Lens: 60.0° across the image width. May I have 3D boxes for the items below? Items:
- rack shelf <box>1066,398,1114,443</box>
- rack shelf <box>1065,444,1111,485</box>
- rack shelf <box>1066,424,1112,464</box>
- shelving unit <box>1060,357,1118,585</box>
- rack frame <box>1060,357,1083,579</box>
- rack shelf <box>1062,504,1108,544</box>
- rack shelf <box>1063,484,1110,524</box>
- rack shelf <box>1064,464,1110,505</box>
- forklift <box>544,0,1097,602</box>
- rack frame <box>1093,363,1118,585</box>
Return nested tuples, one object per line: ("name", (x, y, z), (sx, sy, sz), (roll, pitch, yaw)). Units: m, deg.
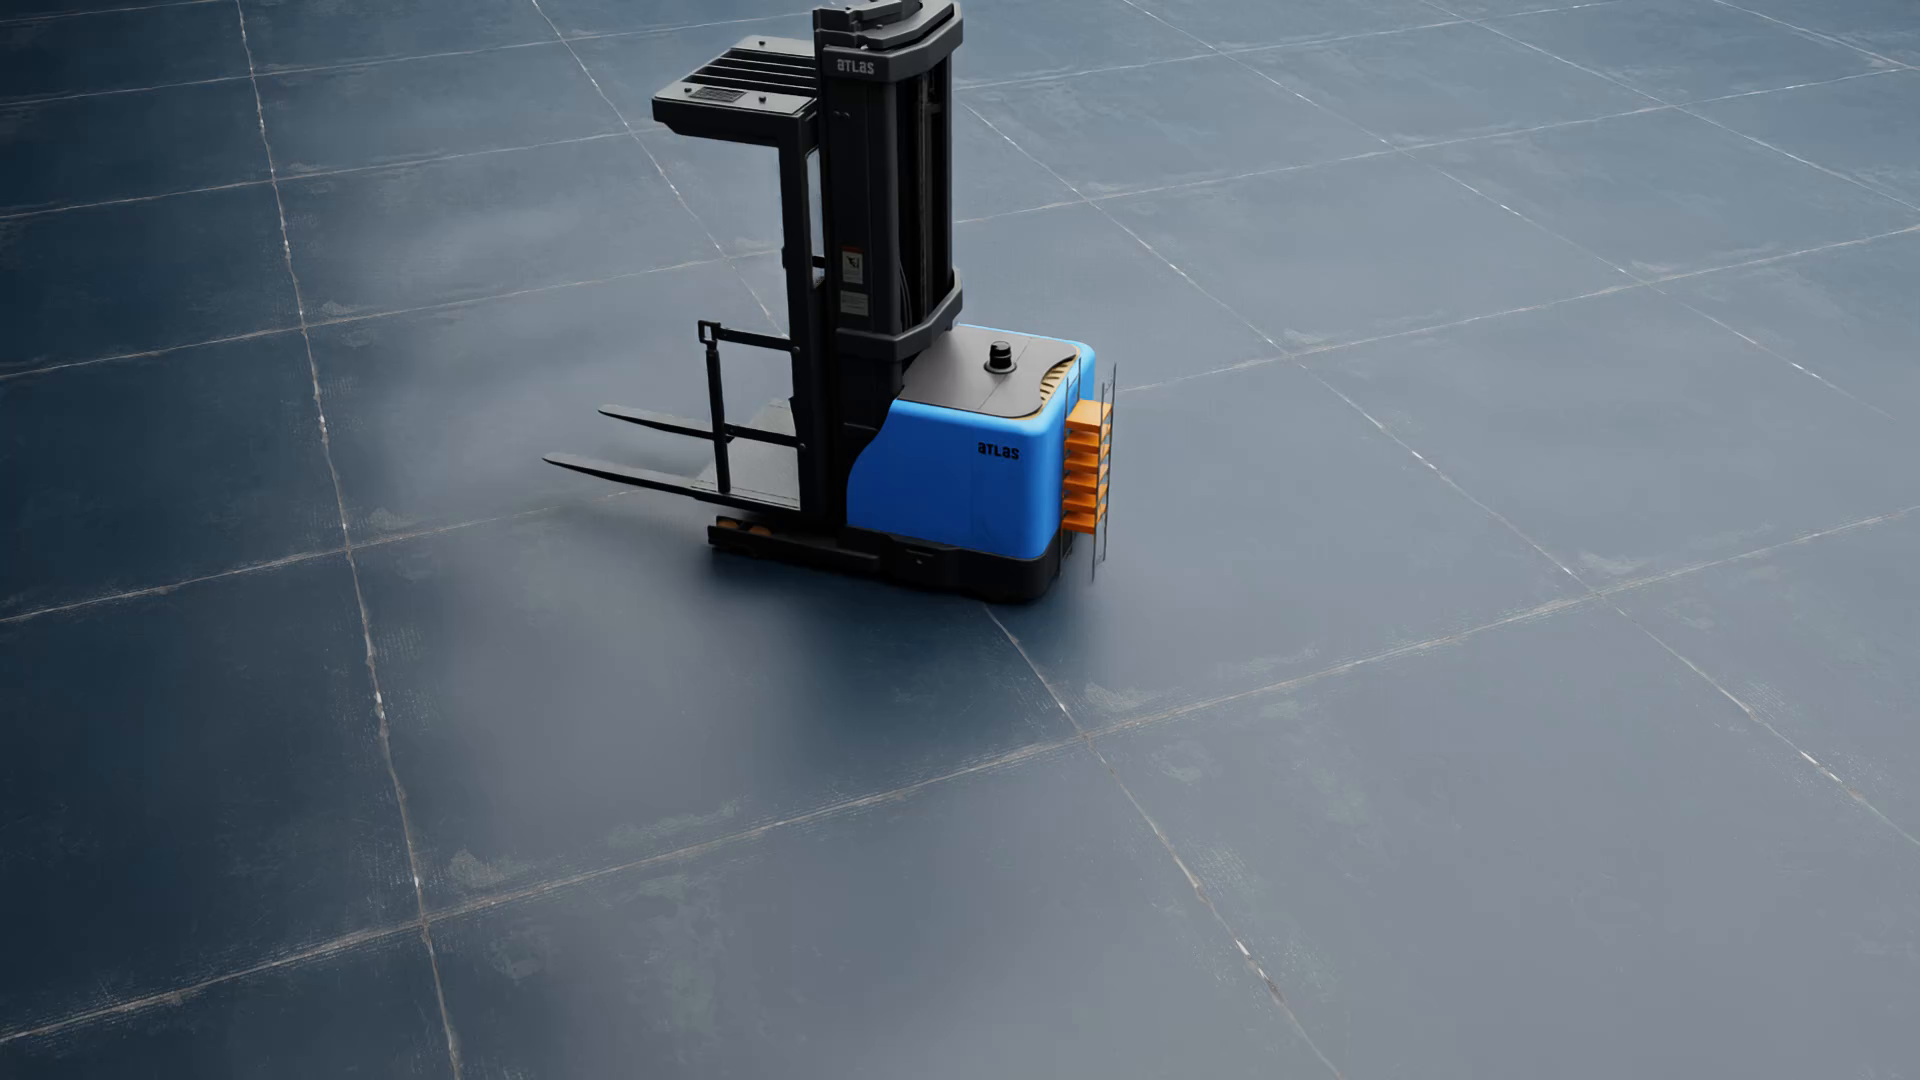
("rack shelf", (0.663, -0.606, 8.421), (0.180, 0.103, 0.258), (11, 35, 17))
("rack shelf", (0.663, -0.405, 8.552), (0.180, 0.103, 0.258), (11, 35, 17))
("rack shelf", (0.663, -0.506, 8.486), (0.180, 0.103, 0.258), (11, 35, 17))
("shelving unit", (0.663, -0.342, 8.593), (0.189, 1.200, 0.258), (11, 35, 17))
("rack frame", (0.576, -0.359, 8.619), (0.006, 1.200, 0.240), (11, 35, 17))
("rack shelf", (0.663, -0.103, 8.748), (0.180, 0.103, 0.258), (11, 35, 17))
("rack shelf", (0.663, -0.204, 8.683), (0.180, 0.103, 0.258), (11, 35, 17))
("rack shelf", (0.663, -0.304, 8.617), (0.180, 0.103, 0.258), (11, 35, 17))
("forklift", (-0.836, -1.394, 8.623), (3.031, 2.935, 1.130), (11, 35, 17))
("rack frame", (0.749, -0.325, 8.567), (0.006, 1.200, 0.240), (11, 35, 17))
